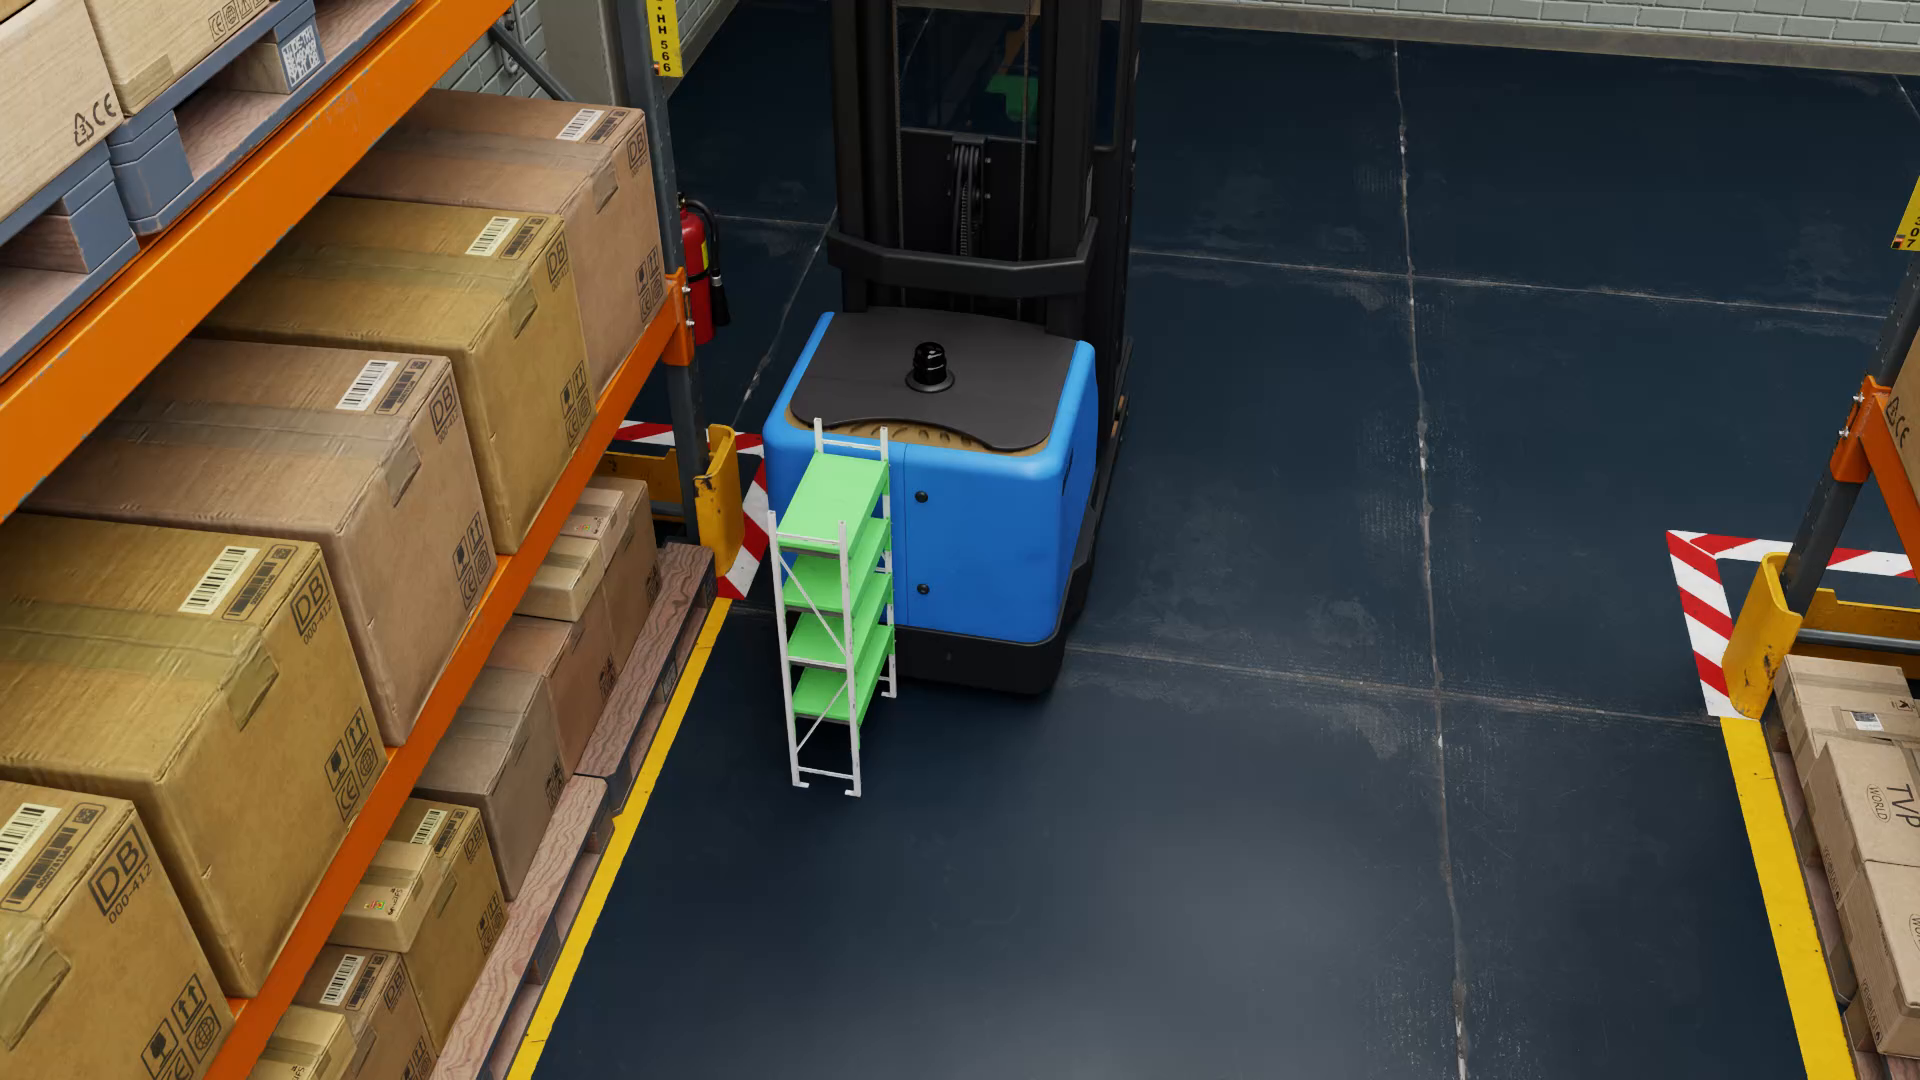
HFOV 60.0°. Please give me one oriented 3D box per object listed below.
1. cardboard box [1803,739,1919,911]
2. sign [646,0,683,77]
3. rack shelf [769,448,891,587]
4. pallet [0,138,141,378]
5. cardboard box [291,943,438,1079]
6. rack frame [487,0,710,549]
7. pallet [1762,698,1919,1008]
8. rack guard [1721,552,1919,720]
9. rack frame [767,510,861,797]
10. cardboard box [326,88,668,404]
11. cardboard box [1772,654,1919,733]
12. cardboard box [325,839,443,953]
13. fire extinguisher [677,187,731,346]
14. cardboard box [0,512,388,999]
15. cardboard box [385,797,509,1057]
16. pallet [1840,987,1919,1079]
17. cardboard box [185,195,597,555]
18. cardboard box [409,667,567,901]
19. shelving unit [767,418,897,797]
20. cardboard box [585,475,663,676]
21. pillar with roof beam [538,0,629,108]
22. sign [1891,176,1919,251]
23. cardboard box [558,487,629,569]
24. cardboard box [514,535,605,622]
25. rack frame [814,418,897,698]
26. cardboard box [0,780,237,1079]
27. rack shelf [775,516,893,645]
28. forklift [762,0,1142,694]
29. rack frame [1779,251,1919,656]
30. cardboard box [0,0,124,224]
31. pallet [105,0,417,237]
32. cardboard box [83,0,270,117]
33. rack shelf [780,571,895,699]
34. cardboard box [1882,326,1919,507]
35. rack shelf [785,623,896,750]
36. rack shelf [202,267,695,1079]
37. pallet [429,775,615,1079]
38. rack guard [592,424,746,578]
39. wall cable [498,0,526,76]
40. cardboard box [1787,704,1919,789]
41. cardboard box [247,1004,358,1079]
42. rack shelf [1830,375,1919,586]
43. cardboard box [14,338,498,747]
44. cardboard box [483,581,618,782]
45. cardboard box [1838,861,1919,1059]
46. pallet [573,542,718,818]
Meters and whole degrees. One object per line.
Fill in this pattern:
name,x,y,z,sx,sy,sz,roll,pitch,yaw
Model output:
cardboard box,2.946,0.903,5.116,0.500,0.250,0.500,6,40,8
sign,-0.942,-1.624,5.265,0.100,0.325,0.005,6,40,8
rack shelf,-0.403,-0.077,5.249,0.258,0.148,0.480,8,40,10
pallet,-2.014,-0.279,2.449,1.003,0.211,1.213,6,40,8
cardboard box,-1.846,1.384,4.354,0.700,0.500,0.500,6,40,7
rack frame,-1.474,-1.155,5.793,1.000,3.000,0.127,6,40,8
pallet,3.256,1.012,5.361,1.003,0.211,1.213,6,40,8
rack guard,3.393,0.400,5.874,1.175,0.500,0.348,6,40,8
rack frame,-0.457,0.395,5.331,0.240,1.200,0.015,8,40,10
cardboard box,-1.552,-0.949,5.309,0.980,0.700,0.700,8,40,10
cardboard box,2.995,0.543,5.631,0.380,0.149,0.250,6,40,8
cardboard box,-1.607,0.927,4.398,0.380,0.149,0.250,5,40,6
fire extinguisher,-0.993,-1.025,5.989,0.296,0.674,0.183,6,40,8
cardboard box,-1.924,0.444,3.624,0.980,0.700,0.700,5,40,7
cardboard box,-1.754,1.062,4.743,0.700,0.500,0.500,7,40,9
pallet,3.042,1.775,4.437,1.003,0.211,1.213,6,40,8
cardboard box,-1.667,-0.491,4.755,0.980,0.700,0.700,6,40,7
cardboard box,-1.669,0.727,5.149,0.700,0.500,0.500,5,40,6
shelving unit,-0.403,0.243,5.514,0.258,1.200,0.503,8,40,10
cardboard box,-1.497,0.097,5.911,0.700,0.500,0.500,6,40,8
pillar with roof beam,2.381,-4.782,5.472,9.100,9.000,0.400,6,40,8
sign,2.871,-1.004,4.931,0.100,0.325,0.005,6,40,8
cardboard box,-1.339,-0.052,5.582,0.380,0.149,0.250,6,40,7
cardboard box,-1.383,0.108,5.388,0.380,0.149,0.250,7,40,9
rack frame,-0.350,0.092,5.698,0.240,1.200,0.015,8,40,10
cardboard box,-2.056,0.901,3.070,0.980,0.700,0.700,7,40,8
rack shelf,-0.403,0.108,5.402,0.258,0.148,0.480,8,40,10
forklift,0.132,-1.521,6.289,1.130,2.935,3.031,8,40,9
rack frame,3.406,-0.611,5.135,1.000,3.000,0.127,6,40,8
cardboard box,-1.685,-0.666,2.557,0.500,0.250,0.500,6,40,7
pallet,-1.801,-1.042,3.372,1.003,0.211,1.213,6,40,8
cardboard box,-1.603,-0.989,2.947,0.500,0.250,0.500,5,40,6
rack shelf,-0.403,0.293,5.555,0.258,0.148,0.480,8,40,10
cardboard box,3.069,-0.400,4.801,0.500,0.500,0.500,7,40,9
rack shelf,-0.403,0.478,5.708,0.258,0.148,0.480,8,40,10
rack shelf,-1.820,0.378,4.504,1.077,0.370,4.000,6,40,8
pallet,-1.749,1.194,5.141,1.003,0.211,1.213,6,40,8
rack guard,-1.470,-0.207,6.607,1.175,0.500,0.348,6,40,8
wall cable,-2.184,-2.454,6.567,0.084,1.984,1.851,6,40,8
cardboard box,2.951,0.693,5.436,0.380,0.166,0.250,6,40,8
cardboard box,-1.697,1.254,4.002,0.380,0.149,0.250,8,40,9
rack shelf,3.060,0.921,3.846,1.077,0.370,4.000,6,40,8
cardboard box,-1.808,-0.014,4.177,0.980,0.700,0.700,5,40,6
cardboard box,-1.583,0.411,5.531,0.700,0.500,0.500,6,40,8
cardboard box,2.859,1.217,4.737,0.500,0.250,0.500,6,40,8
pallet,-1.535,0.430,6.064,1.003,0.211,1.213,6,40,8
